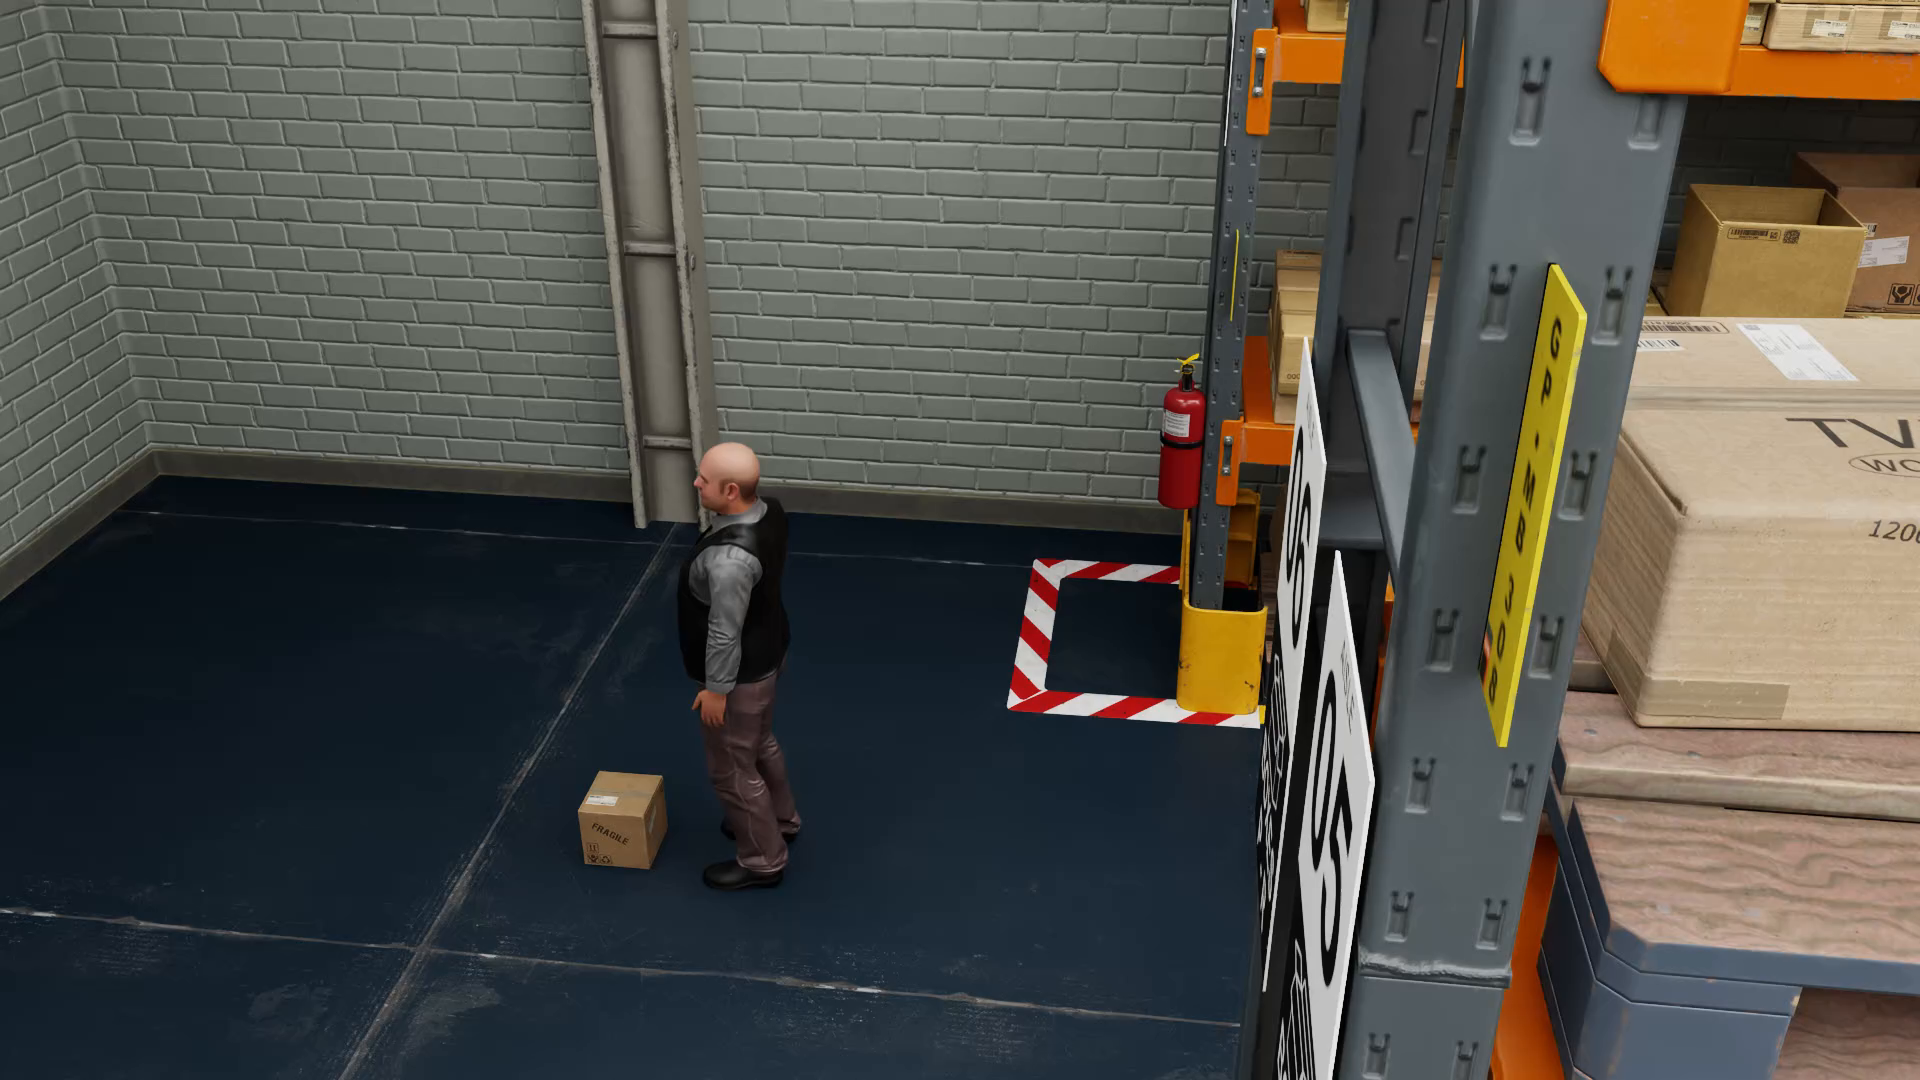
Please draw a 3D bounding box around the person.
[{"bbox_3d":[-0.781,0.447,5.828,0.359,1.723,0.531,4,28,8],"label":"person"}]
